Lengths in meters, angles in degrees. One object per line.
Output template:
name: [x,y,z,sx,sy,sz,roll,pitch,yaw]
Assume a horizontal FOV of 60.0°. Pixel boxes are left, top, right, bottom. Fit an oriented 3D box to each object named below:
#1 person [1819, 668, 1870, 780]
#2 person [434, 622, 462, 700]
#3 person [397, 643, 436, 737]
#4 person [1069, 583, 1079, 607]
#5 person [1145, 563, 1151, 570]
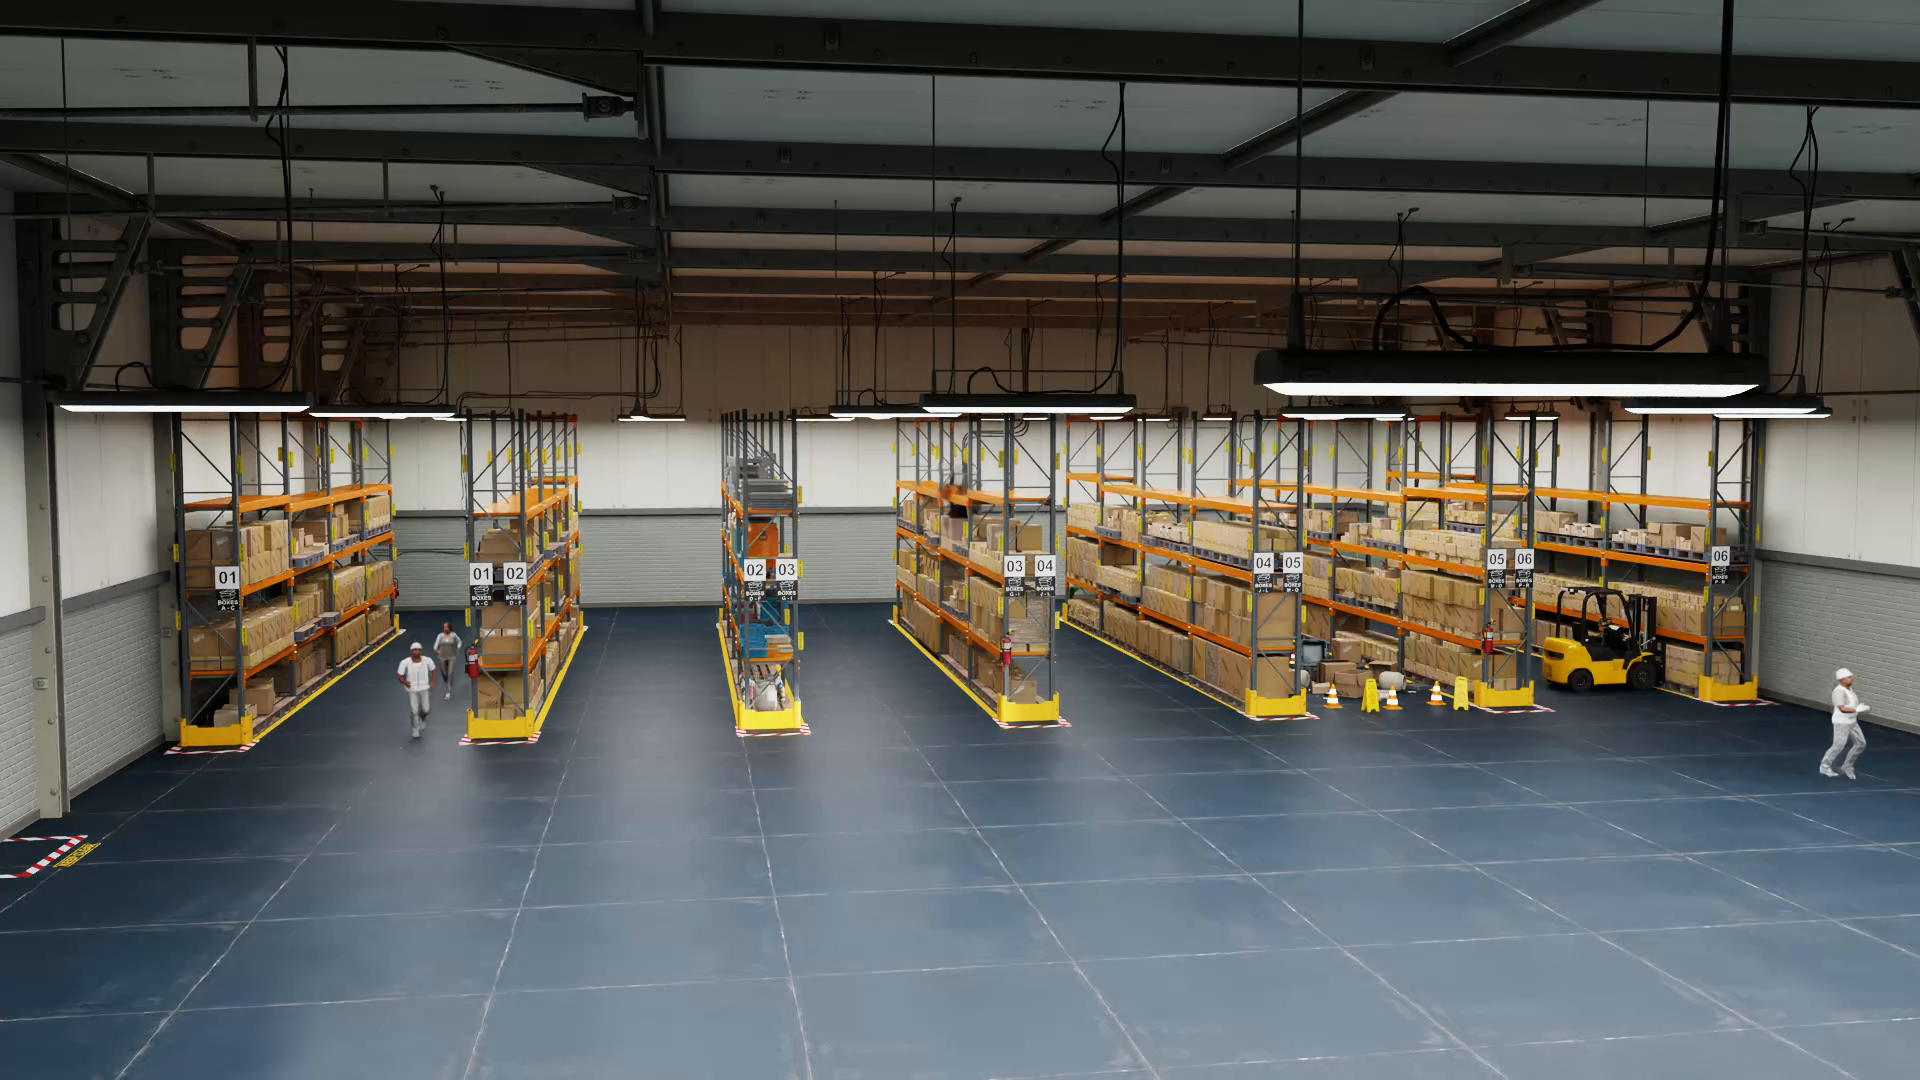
person: [14.246,2.977,26.720,0.675,1.829,0.719,-4,6,-44]
person: [-10.722,2.503,34.816,0.554,1.595,0.836,-1,4,-11]
person: [-9.930,2.737,30.463,0.709,1.728,0.596,-2,4,-26]
person: [3.408,1.386,49.871,0.576,1.712,0.688,1,4,11]
person: [5.360,1.536,47.377,0.684,1.772,1.006,0,4,-3]
